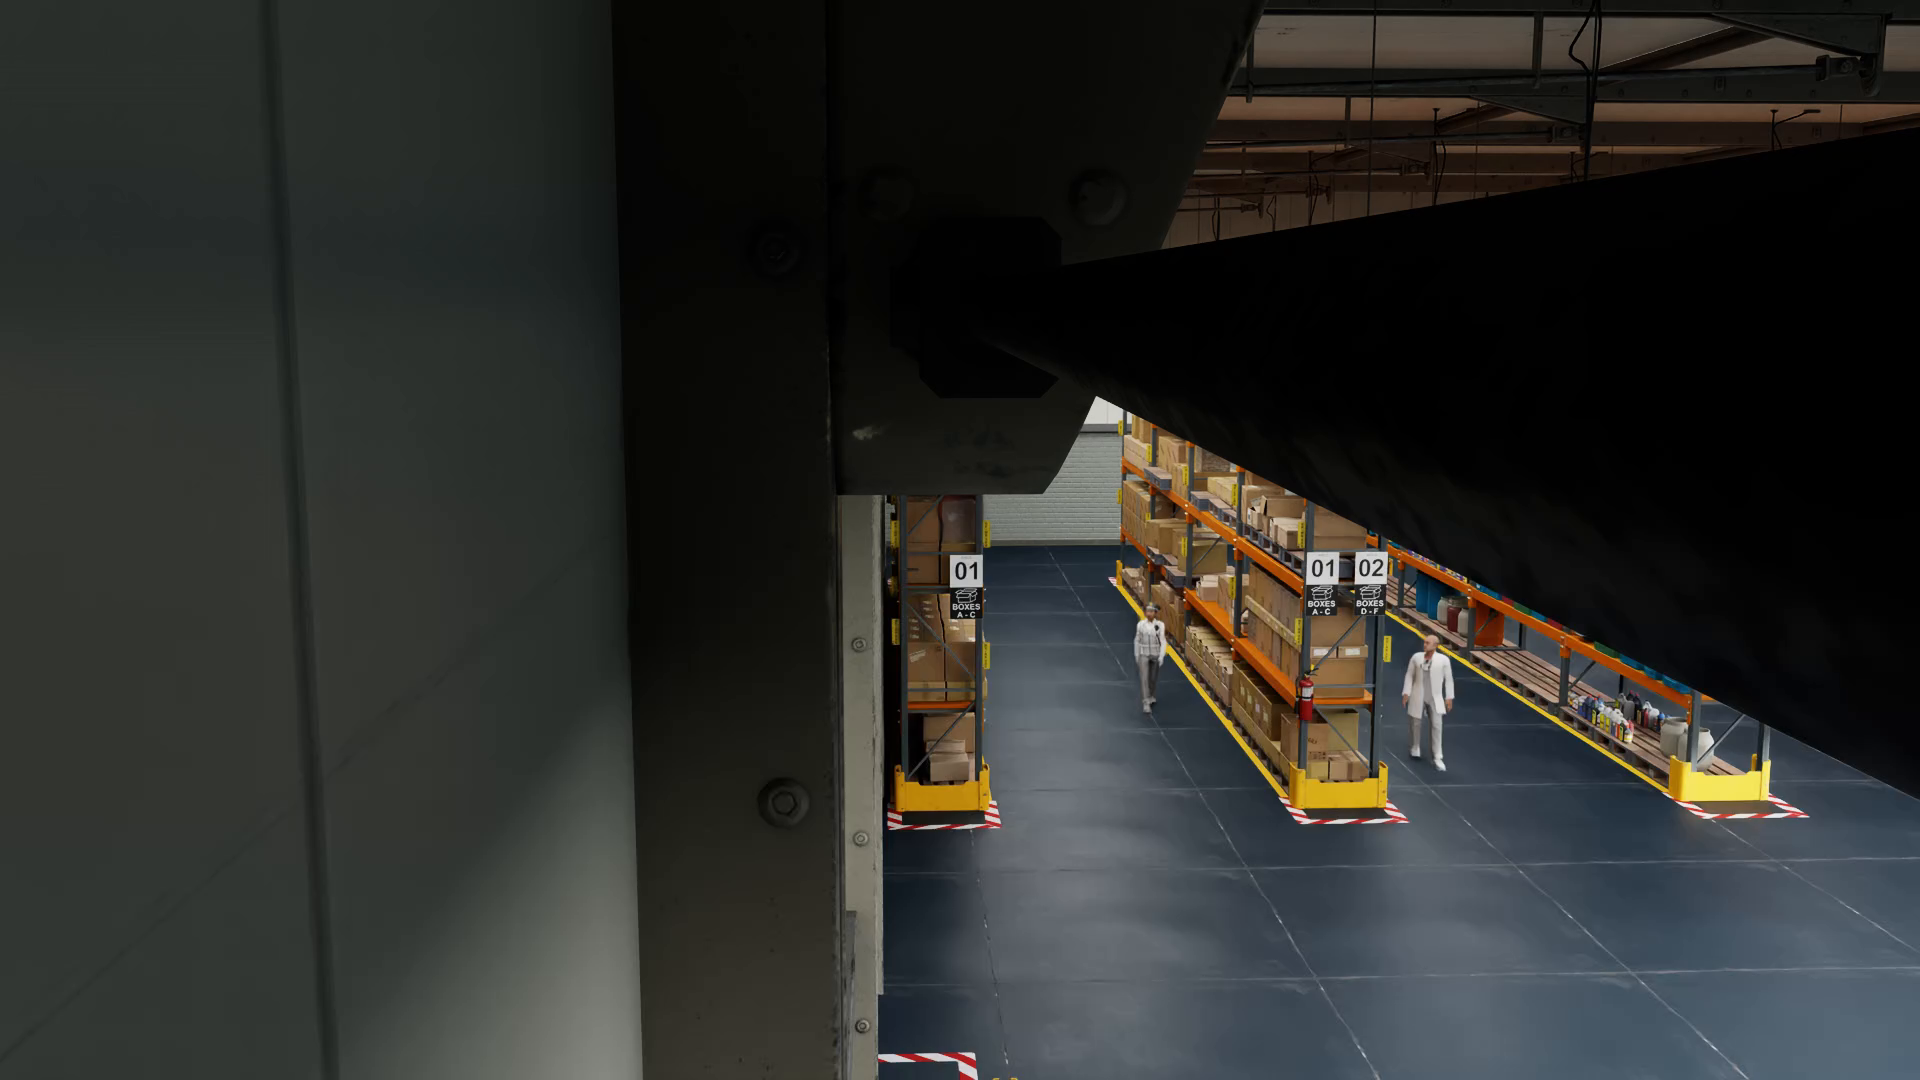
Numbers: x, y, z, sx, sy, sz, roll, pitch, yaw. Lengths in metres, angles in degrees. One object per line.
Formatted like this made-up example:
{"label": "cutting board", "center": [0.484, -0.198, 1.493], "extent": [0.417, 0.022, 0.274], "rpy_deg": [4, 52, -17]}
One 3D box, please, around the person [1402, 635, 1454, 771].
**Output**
{"label": "person", "center": [6.343, 2.155, 22.499], "extent": [0.701, 1.739, 1.033], "rpy_deg": [0, 8, 2]}

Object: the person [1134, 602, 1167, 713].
{"label": "person", "center": [2.917, 1.758, 25.403], "extent": [0.488, 1.629, 0.992], "rpy_deg": [0, 8, 2]}
